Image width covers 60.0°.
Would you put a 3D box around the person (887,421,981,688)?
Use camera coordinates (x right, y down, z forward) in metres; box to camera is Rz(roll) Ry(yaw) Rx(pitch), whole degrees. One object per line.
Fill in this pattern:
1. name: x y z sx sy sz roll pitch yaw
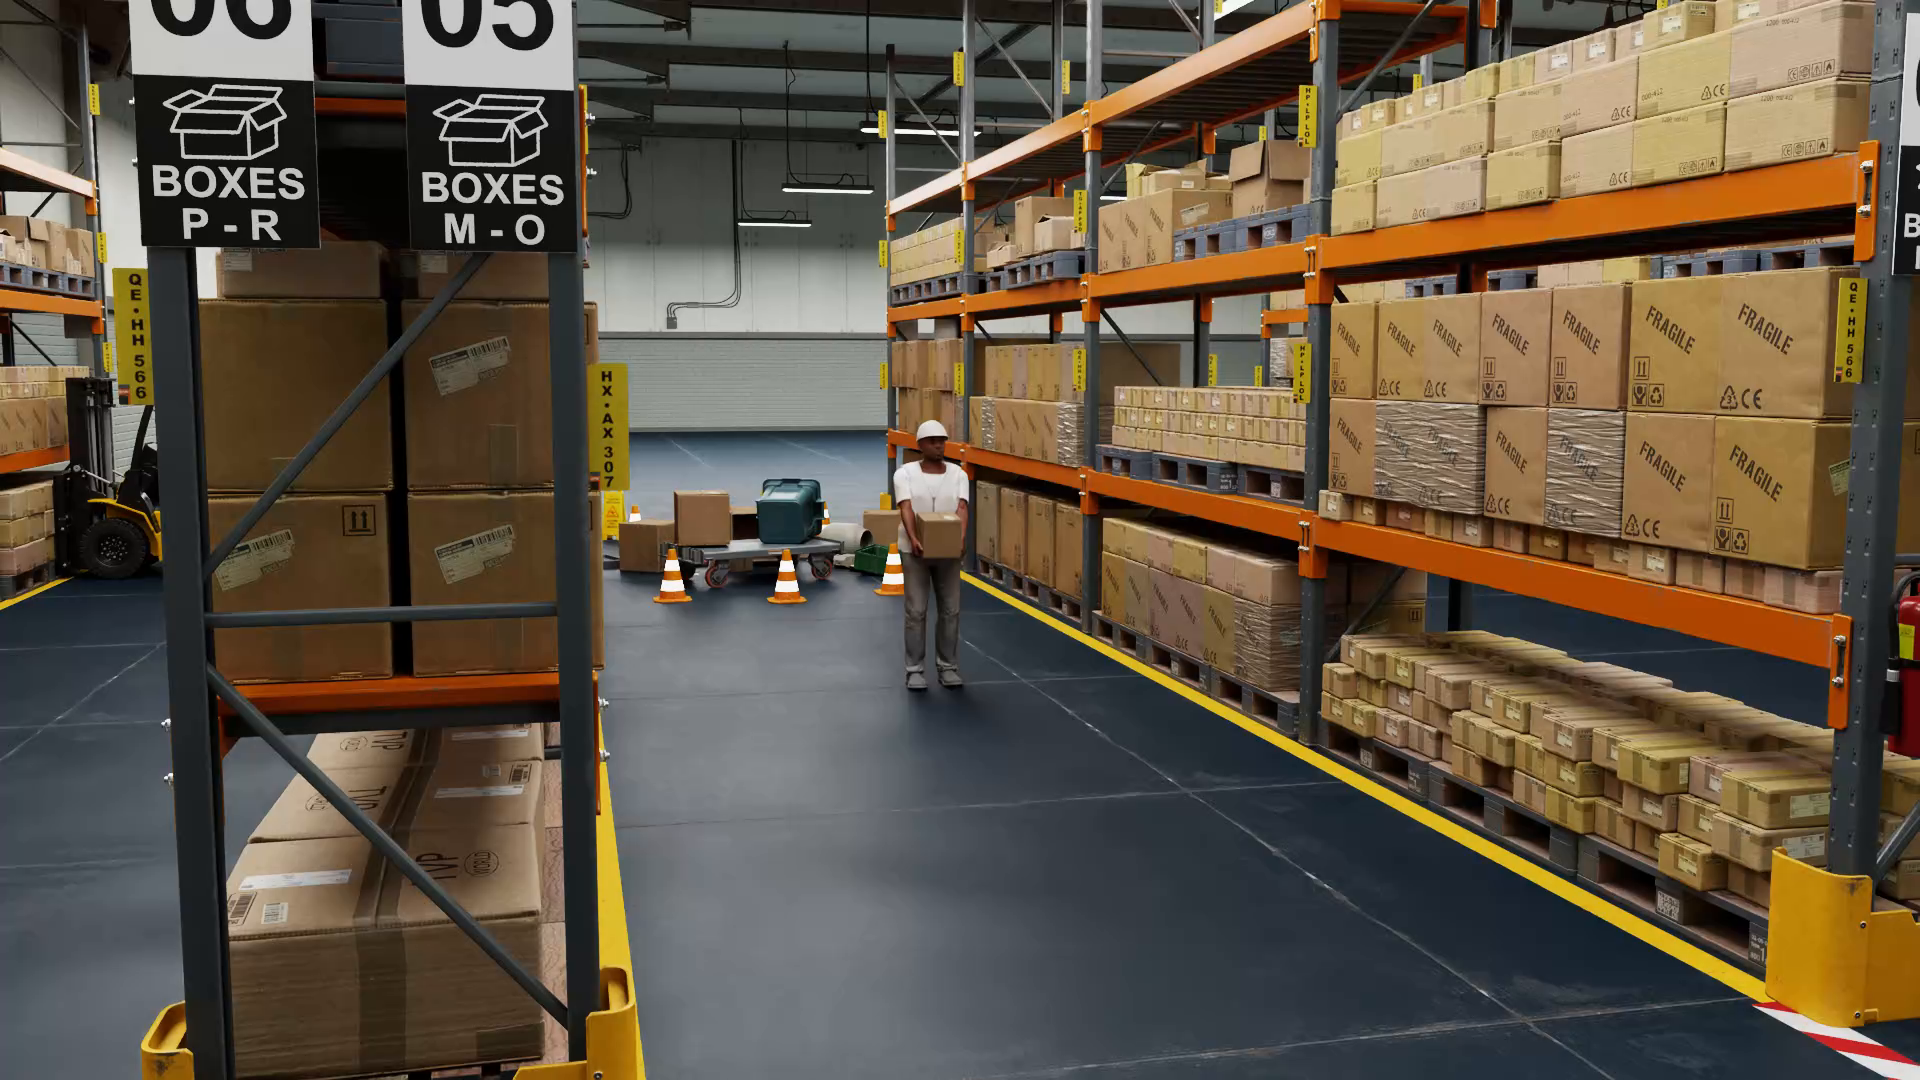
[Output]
1. person: -0.170 0.092 11.003 0.638 1.761 0.458 -2 6 -16
